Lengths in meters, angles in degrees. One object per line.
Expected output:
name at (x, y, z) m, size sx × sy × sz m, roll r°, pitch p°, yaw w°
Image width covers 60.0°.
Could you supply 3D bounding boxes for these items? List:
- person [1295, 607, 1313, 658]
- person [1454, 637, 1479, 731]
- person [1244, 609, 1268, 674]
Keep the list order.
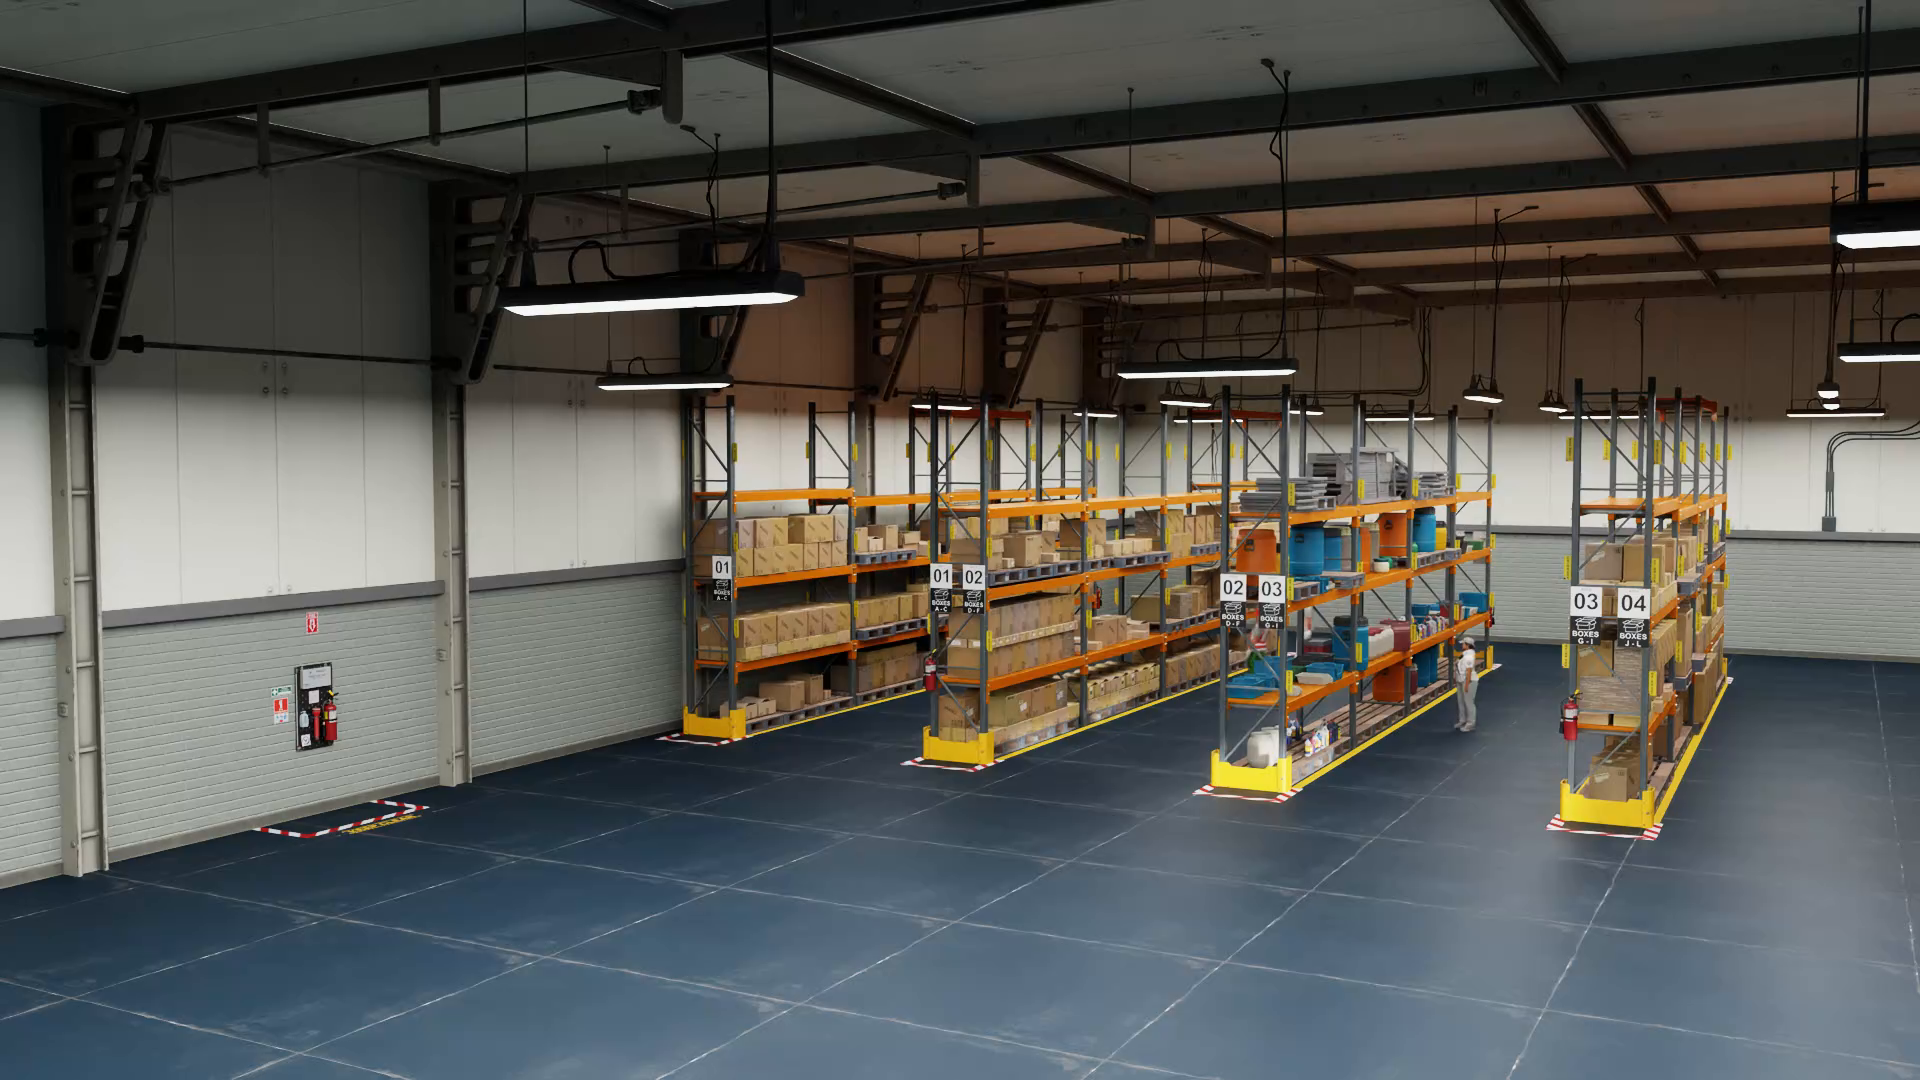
person at (7.836, 2.094, 38.270) m, size 0.634 × 1.782 × 0.562 m, roll 1°, pitch 3°, yaw 18°
person at (9.134, 2.589, 30.026) m, size 0.430 × 1.667 × 0.508 m, roll 0°, pitch 3°, yaw -2°
person at (6.104, 2.303, 34.329) m, size 0.614 × 1.788 × 0.489 m, roll -3°, pitch 4°, yaw -45°
